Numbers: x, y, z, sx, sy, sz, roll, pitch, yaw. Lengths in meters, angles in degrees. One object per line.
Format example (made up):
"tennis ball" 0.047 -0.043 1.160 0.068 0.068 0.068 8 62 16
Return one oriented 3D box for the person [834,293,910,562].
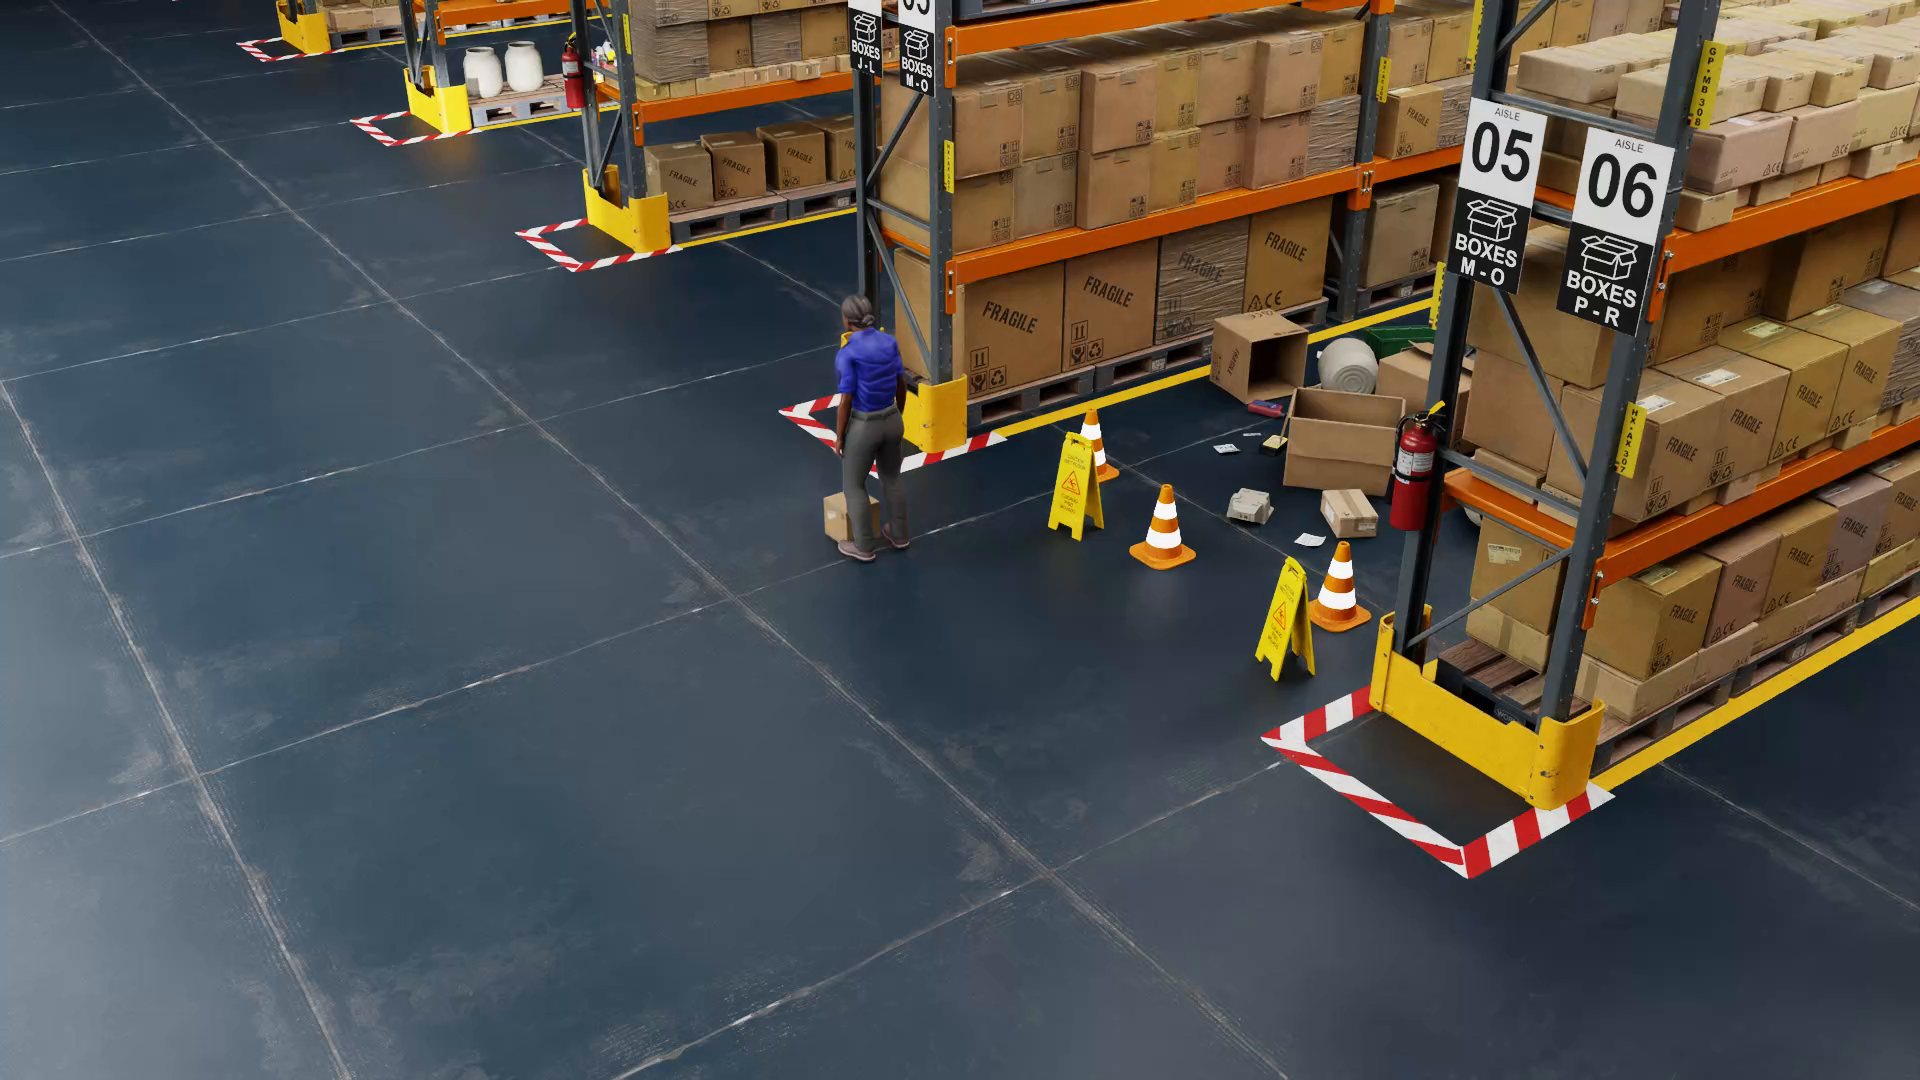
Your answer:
"person" -0.525 -0.665 9.843 0.518 1.653 0.349 -21 35 -33
